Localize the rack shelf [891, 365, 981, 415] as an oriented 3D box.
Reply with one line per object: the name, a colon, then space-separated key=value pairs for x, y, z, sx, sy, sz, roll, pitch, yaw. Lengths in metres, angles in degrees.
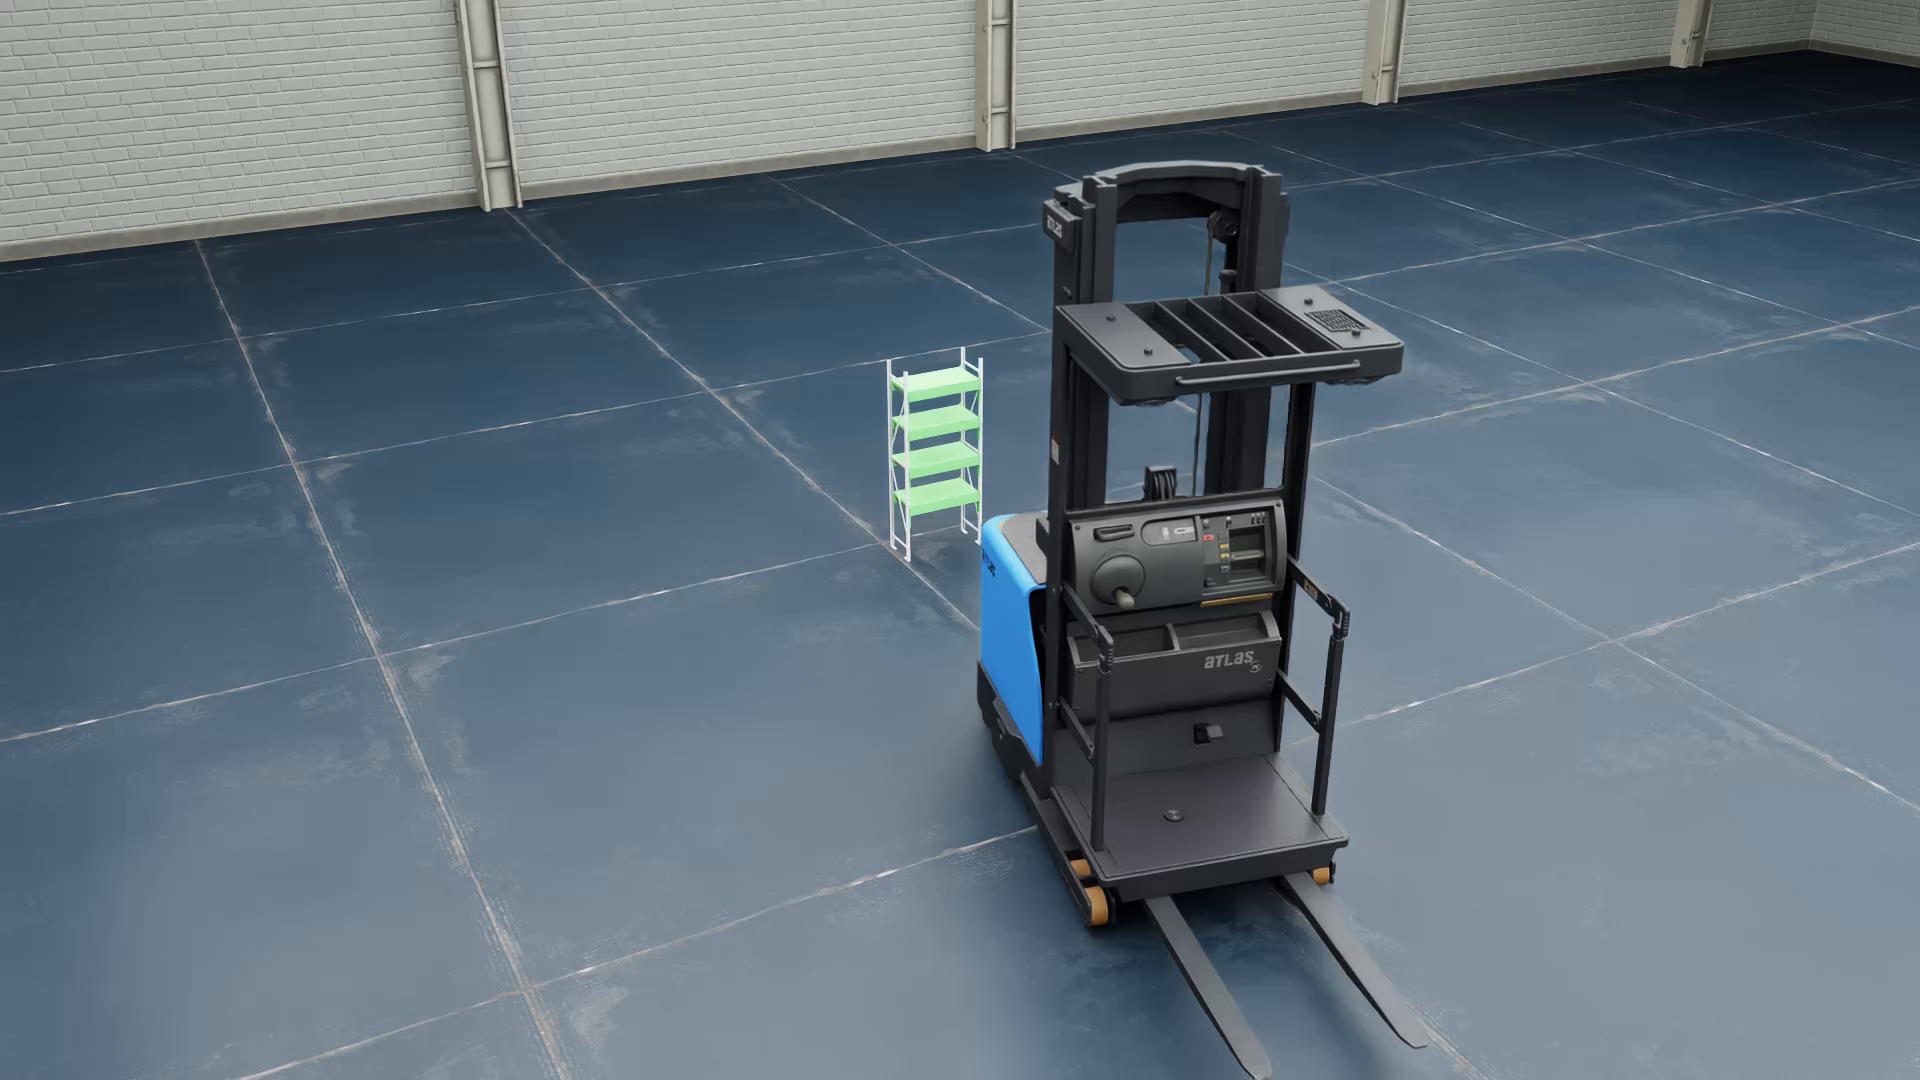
rack shelf: x=-0.146 y=-0.882 z=9.740 sx=0.480 sy=0.148 sz=0.258 roll=-13 pitch=29 yaw=-25

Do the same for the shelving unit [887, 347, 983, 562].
shelving unit: x=-0.146 y=-0.507 z=9.920 sx=0.503 sy=1.200 sz=0.258 roll=-13 pitch=29 yaw=-25

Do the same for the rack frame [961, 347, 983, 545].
rack frame: x=0.069 y=-0.557 z=10.024 sx=0.015 sy=1.200 sz=0.240 roll=-13 pitch=29 yaw=-25

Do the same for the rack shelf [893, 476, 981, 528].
rack shelf: x=-0.146 y=-0.233 z=10.052 sx=0.480 sy=0.148 sz=0.258 roll=-13 pitch=29 yaw=-25

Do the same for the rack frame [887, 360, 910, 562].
rack frame: x=-0.361 y=-0.457 z=9.817 sx=0.015 sy=1.200 sz=0.240 roll=-13 pitch=29 yaw=-25

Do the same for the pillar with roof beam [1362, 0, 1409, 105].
pillar with roof beam: x=7.746 y=-8.397 z=17.342 sx=0.400 sy=9.000 sz=9.100 roll=-13 pitch=29 yaw=-25

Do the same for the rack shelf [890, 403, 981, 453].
rack shelf: x=-0.146 y=-0.666 z=9.844 sx=0.480 sy=0.148 sz=0.258 roll=-13 pitch=29 yaw=-25

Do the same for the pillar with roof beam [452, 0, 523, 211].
pillar with roof beam: x=-2.842 y=-5.953 z=12.251 sx=0.400 sy=9.000 sz=9.100 roll=-13 pitch=29 yaw=-25

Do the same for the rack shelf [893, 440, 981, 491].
rack shelf: x=-0.146 y=-0.450 z=9.948 sx=0.480 sy=0.148 sz=0.258 roll=-13 pitch=29 yaw=-25

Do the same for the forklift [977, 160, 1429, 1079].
forklift: x=0.965 y=0.096 z=6.664 sx=1.130 sy=2.935 sz=3.031 roll=-7 pitch=26 yaw=-14

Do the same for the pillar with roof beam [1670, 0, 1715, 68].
pillar with roof beam: x=13.040 y=-9.619 z=19.887 sx=0.400 sy=9.000 sz=9.100 roll=-13 pitch=29 yaw=-25

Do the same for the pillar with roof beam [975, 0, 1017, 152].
pillar with roof beam: x=2.452 y=-7.175 z=14.797 sx=0.400 sy=9.000 sz=9.100 roll=-13 pitch=29 yaw=-25
